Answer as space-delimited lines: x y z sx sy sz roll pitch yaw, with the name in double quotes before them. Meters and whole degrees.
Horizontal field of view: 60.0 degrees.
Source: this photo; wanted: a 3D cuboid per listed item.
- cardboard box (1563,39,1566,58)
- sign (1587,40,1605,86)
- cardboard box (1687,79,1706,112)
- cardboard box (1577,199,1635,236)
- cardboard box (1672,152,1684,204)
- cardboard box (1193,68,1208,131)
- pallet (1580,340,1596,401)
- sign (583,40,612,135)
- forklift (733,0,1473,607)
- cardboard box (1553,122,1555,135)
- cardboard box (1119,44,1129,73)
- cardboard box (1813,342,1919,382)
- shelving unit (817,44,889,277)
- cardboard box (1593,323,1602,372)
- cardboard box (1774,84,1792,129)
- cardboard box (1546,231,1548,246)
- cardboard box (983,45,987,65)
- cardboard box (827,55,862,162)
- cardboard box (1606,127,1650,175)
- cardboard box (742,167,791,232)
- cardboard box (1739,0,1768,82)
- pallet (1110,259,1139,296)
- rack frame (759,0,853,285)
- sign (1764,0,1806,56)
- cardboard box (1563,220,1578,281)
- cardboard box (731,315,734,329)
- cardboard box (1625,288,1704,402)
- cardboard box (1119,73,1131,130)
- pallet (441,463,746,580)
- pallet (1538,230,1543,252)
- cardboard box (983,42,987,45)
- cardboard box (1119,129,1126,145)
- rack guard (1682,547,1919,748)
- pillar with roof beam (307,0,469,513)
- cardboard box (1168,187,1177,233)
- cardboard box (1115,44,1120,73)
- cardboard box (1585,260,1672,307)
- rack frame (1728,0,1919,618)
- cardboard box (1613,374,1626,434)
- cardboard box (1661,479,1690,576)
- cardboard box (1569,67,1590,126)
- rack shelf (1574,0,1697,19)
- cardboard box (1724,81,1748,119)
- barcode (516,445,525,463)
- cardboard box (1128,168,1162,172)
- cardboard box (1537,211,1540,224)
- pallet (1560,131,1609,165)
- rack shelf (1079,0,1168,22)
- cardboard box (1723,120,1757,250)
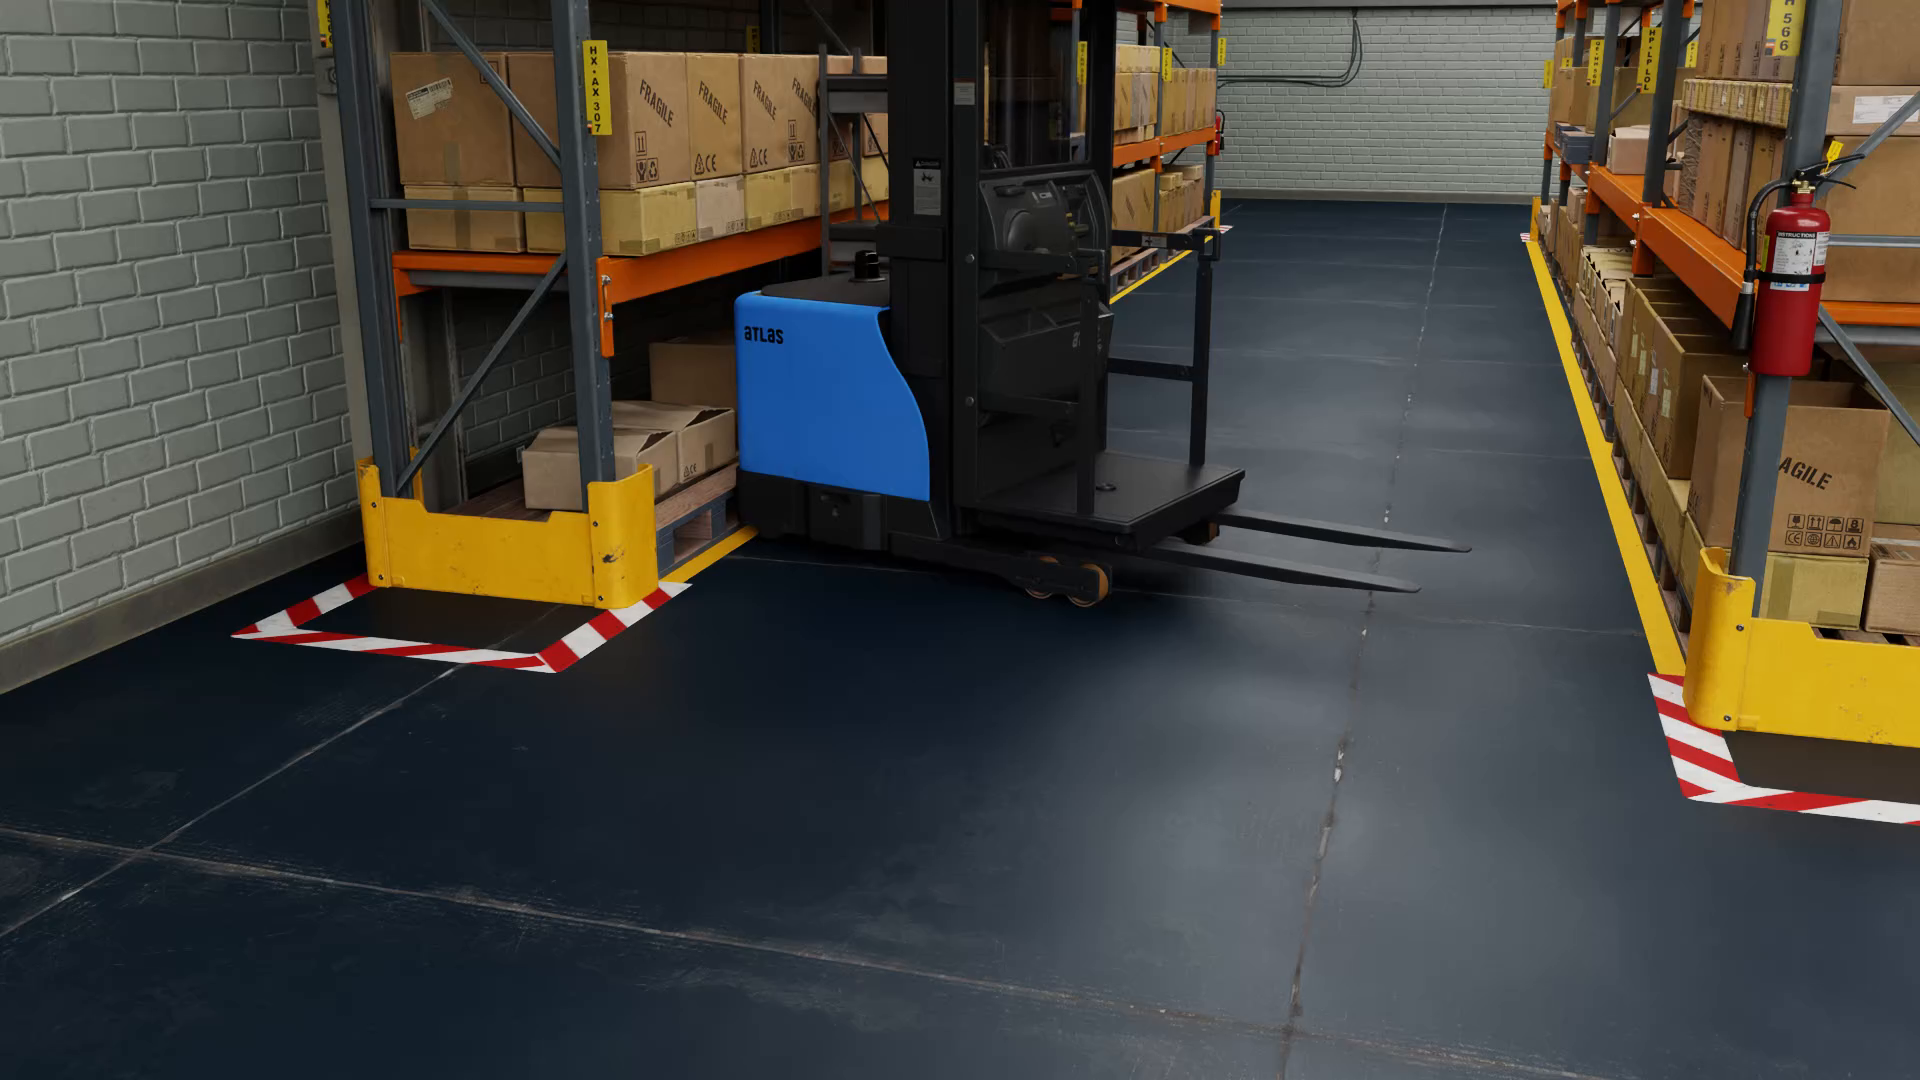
"cardboard box" 6.522 -4.946 17.256 0.500 0.500 0.500 5 17 16
"sign" 4.680 -3.511 12.234 0.100 0.325 0.005 5 16 16
"cardboard box" 3.733 -2.145 8.023 0.380 0.149 0.250 5 17 17
"cardboard box" 5.256 -2.600 13.400 0.500 0.250 0.500 5 17 18
"cardboard box" 4.165 -1.966 9.038 0.500 0.250 0.500 6 17 19
"cardboard box" 2.395 -5.247 19.783 0.980 0.700 0.700 4 16 15
"pallet" 4.583 -1.080 10.751 1.003 0.211 1.213 5 16 16
"sign" -1.300 -1.617 5.947 0.100 0.325 0.005 5 16 16
"forklift" 0.528 -1.316 6.598 3.031 2.935 1.130 10 19 32
"cardboard box" 6.667 -4.601 17.869 0.500 0.500 0.500 5 17 17
"cardboard box" 1.258 -4.402 15.212 0.500 0.250 0.500 4 16 15
"cardboard box" 3.566 -0.485 6.438 0.500 0.500 0.500 5 16 16
"shelving unit" -0.411 -1.365 8.274 0.431 2.100 0.503 4 15 15
"cardboard box" 4.197 -1.182 10.269 0.500 0.250 0.500 5 17 17
"cardboard box" 3.001 -1.470 5.642 0.380 0.149 0.250 4 16 15
"cardboard box" 6.279 -3.113 17.225 0.380 0.149 0.250 5 16 16
"cardboard box" 0.306 -3.729 12.803 0.380 0.149 0.250 2 16 7
"cardboard box" -0.812 -2.178 8.374 0.500 0.500 0.500 4 16 14
"cardboard box" 4.763 -2.691 11.481 0.500 0.311 0.500 4 16 15
"cardboard box" -1.093 -1.553 7.545 0.500 0.250 0.500 4 16 15
"cardboard box" 3.519 -2.068 6.561 0.700 0.500 0.500 5 16 16
"pallet" 1.098 -2.513 15.801 1.003 0.211 1.213 5 16 16
"rack frame" -0.684 -2.289 9.903 1.000 3.000 0.127 5 16 16
"sign" 2.414 -1.576 4.833 0.100 0.325 0.005 5 16 16
"cardboard box" 5.535 -2.497 14.412 0.500 0.500 0.500 4 16 14
"cardboard box" -0.941 -1.023 9.215 0.500 0.500 0.500 3 16 12
"cardboard box" 3.500 -0.917 7.962 0.500 0.500 0.500 5 16 16
"cardboard box" 1.277 -4.046 15.334 0.500 0.500 0.500 5 17 17
"pallet" -1.534 -0.131 7.403 1.003 0.211 1.213 5 16 16
"pallet" 7.229 -3.475 19.195 1.003 0.211 1.213 5 16 16
"cardboard box" 0.333 -4.036 13.922 0.500 0.250 0.500 5 17 17
"cardboard box" 1.362 -3.831 15.764 0.380 0.149 0.250 4 16 14
"rack guard" 2.923 0.349 5.181 1.175 0.500 0.348 5 16 16
"pillar with roof beam" 1.676 -4.045 5.100 9.100 9.000 0.400 5 16 16
"cardboard box" 2.046 -3.700 18.690 0.700 0.500 0.500 4 16 15
"cardboard box" 1.119 -4.268 14.739 0.500 0.250 0.500 5 17 16
"cardboard box" 4.485 -1.716 11.123 0.500 0.311 0.500 4 16 14
"rack frame" 2.930 -0.859 4.862 1.000 3.000 0.127 5 16 16
"cardboard box" 3.644 -0.687 8.525 0.500 0.250 0.500 5 16 16
"cardboard box" 2.930 -0.034 6.220 0.500 0.250 0.500 5 16 16
"cardboard box" 5.856 -3.958 14.832 0.700 0.500 0.500 7 17 25
"rack shelf" 5.772 -4.573 13.775 1.077 0.370 4.000 5 16 16
"cardboard box" 3.368 -1.805 6.825 0.380 0.149 0.250 4 16 15
"barcode" -1.916 -0.375 7.258 0.001 0.075 0.075 5 16 16
"cardboard box" 2.181 -4.333 19.730 0.380 0.149 0.250 5 17 17
"cardboard box" 7.028 -3.803 19.657 0.380 0.149 0.250 5 16 16
"pallet" 5.329 -3.043 12.912 1.213 0.211 1.003 5 16 16
"rack shelf" 1.021 -4.956 15.126 1.077 0.370 4.000 5 16 16
"cardboard box" 3.512 -1.434 6.704 0.700 0.500 0.500 5 17 18
